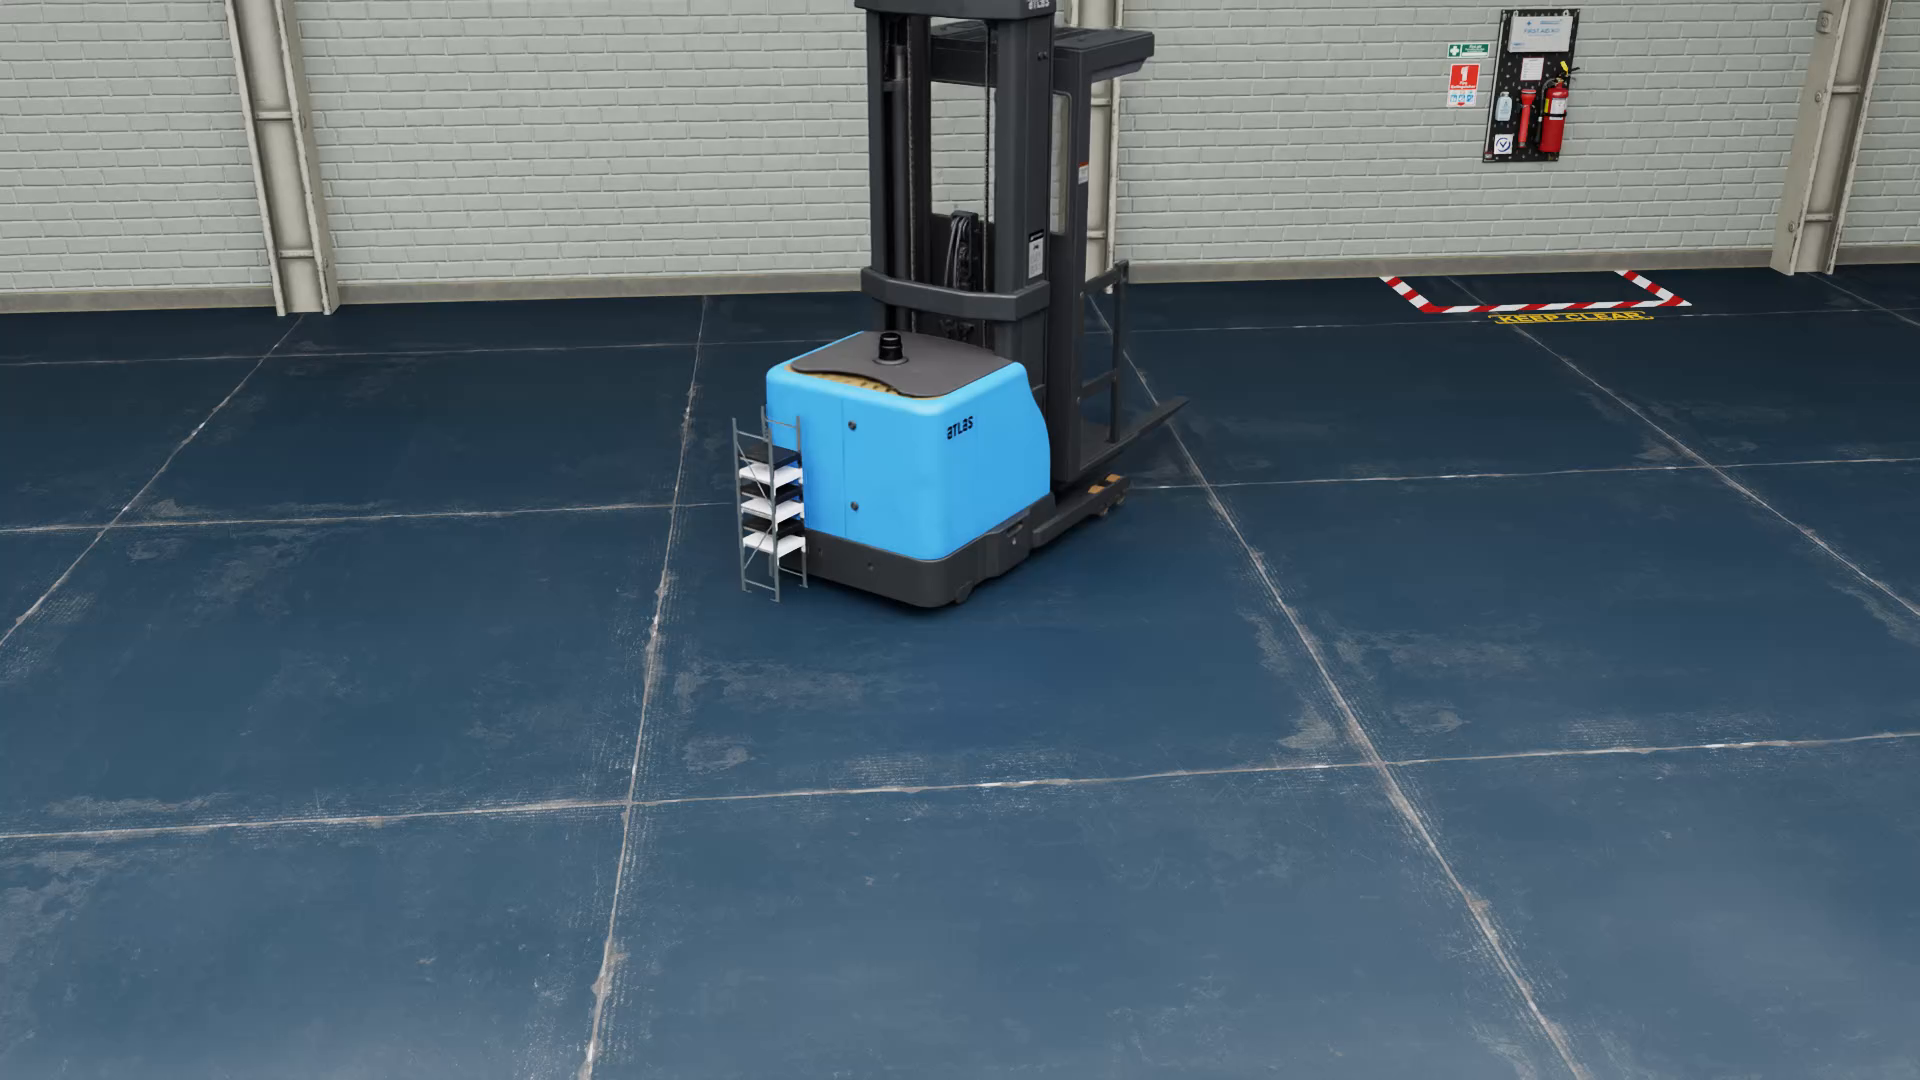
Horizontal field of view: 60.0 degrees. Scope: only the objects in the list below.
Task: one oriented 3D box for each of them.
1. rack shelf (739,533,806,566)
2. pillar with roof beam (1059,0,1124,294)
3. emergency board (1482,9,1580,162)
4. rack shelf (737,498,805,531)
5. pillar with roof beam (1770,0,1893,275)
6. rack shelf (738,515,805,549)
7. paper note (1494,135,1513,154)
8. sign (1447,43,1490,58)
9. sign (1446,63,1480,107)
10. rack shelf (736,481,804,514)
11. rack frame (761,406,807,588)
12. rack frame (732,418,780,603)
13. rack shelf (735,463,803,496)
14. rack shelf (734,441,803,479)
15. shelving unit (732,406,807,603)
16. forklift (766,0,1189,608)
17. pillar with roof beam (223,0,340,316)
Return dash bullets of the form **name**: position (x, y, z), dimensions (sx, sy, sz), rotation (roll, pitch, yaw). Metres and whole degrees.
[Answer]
- **rack shelf**: position (-0.914, 0.027, 8.107), dimensions (0.258, 0.077, 0.200), rotation (16, 29, 32)
- **pillar with roof beam**: position (1.420, -4.374, 7.510), dimensions (0.400, 9.000, 9.100), rotation (-2, 24, -5)
- **emergency board**: position (4.505, -3.528, 12.995), dimensions (0.643, 1.169, 0.194), rotation (-2, 24, -5)
- **rack shelf**: position (-0.914, -0.138, 8.034), dimensions (0.258, 0.077, 0.200), rotation (16, 29, 32)
- **pillar with roof beam**: position (7.391, -4.613, 8.049), dimensions (0.400, 9.000, 9.100), rotation (-2, 24, -5)
- **rack shelf**: position (-0.914, -0.056, 8.071), dimensions (0.258, 0.077, 0.200), rotation (16, 29, 32)
- **paper note**: position (4.322, -3.147, 13.221), dimensions (0.142, 0.148, 0.016), rotation (-2, 24, -5)
- **sign**: position (3.950, -3.803, 12.917), dimensions (0.331, 0.109, 0.001), rotation (-2, 24, -5)
- **sign**: position (3.945, -3.564, 13.032), dimensions (0.234, 0.329, 0.001), rotation (-2, 24, -5)
- **rack shelf**: position (-0.914, -0.220, 7.997), dimensions (0.258, 0.077, 0.200), rotation (16, 29, 32)
- **rack frame**: position (-0.855, -0.202, 8.096), dimensions (0.240, 0.900, 0.006), rotation (16, 29, 32)
- **rack frame**: position (-0.973, -0.135, 7.944), dimensions (0.240, 0.900, 0.006), rotation (16, 29, 32)
- **rack shelf**: position (-0.914, -0.302, 7.961), dimensions (0.258, 0.077, 0.200), rotation (16, 29, 32)
- **rack shelf**: position (-0.914, -0.385, 7.924), dimensions (0.258, 0.077, 0.200), rotation (16, 29, 32)
- **shelving unit**: position (-0.914, -0.168, 8.020), dimensions (0.258, 0.900, 0.210), rotation (16, 29, 32)
- **forklift**: position (0.286, -1.567, 8.666), dimensions (1.130, 2.935, 3.031), rotation (15, 28, 30)
- **pillar with roof beam**: position (-4.551, -4.134, 6.972), dimensions (0.400, 9.000, 9.100), rotation (-2, 24, -5)
